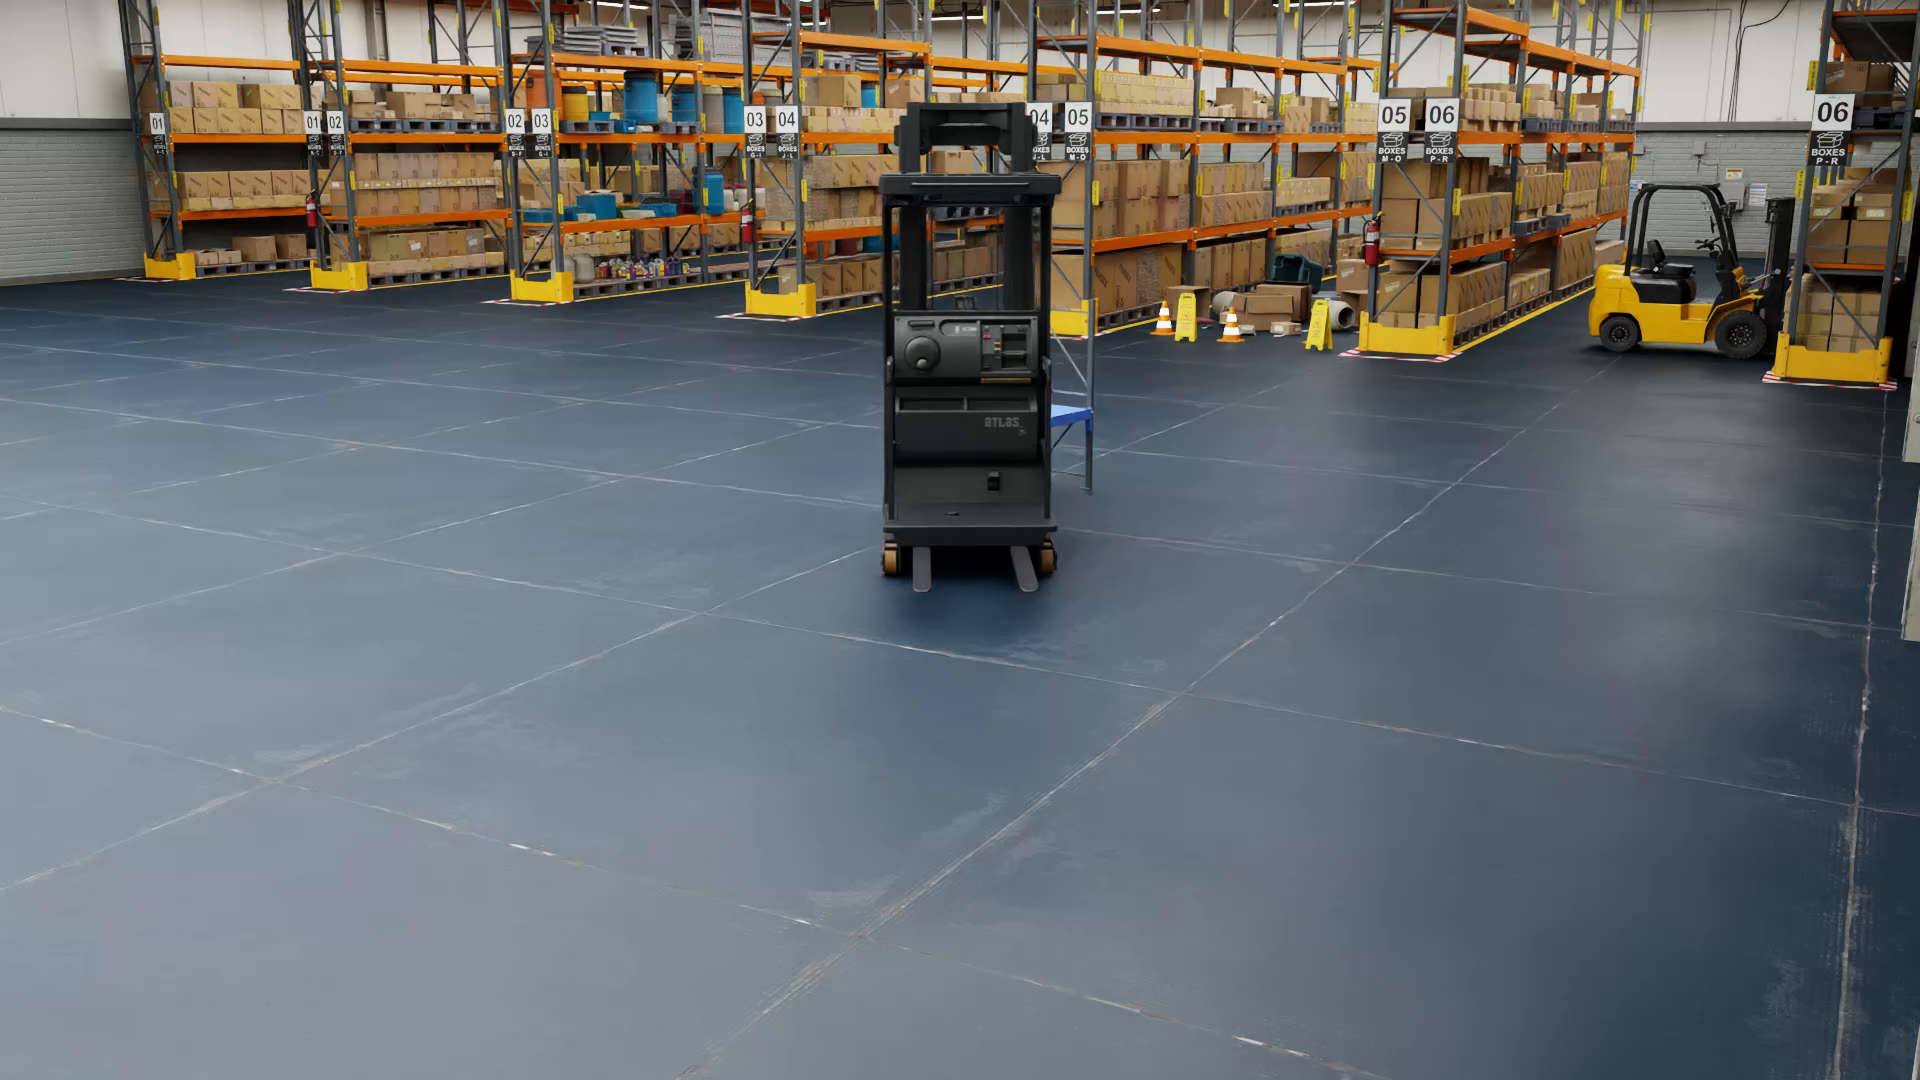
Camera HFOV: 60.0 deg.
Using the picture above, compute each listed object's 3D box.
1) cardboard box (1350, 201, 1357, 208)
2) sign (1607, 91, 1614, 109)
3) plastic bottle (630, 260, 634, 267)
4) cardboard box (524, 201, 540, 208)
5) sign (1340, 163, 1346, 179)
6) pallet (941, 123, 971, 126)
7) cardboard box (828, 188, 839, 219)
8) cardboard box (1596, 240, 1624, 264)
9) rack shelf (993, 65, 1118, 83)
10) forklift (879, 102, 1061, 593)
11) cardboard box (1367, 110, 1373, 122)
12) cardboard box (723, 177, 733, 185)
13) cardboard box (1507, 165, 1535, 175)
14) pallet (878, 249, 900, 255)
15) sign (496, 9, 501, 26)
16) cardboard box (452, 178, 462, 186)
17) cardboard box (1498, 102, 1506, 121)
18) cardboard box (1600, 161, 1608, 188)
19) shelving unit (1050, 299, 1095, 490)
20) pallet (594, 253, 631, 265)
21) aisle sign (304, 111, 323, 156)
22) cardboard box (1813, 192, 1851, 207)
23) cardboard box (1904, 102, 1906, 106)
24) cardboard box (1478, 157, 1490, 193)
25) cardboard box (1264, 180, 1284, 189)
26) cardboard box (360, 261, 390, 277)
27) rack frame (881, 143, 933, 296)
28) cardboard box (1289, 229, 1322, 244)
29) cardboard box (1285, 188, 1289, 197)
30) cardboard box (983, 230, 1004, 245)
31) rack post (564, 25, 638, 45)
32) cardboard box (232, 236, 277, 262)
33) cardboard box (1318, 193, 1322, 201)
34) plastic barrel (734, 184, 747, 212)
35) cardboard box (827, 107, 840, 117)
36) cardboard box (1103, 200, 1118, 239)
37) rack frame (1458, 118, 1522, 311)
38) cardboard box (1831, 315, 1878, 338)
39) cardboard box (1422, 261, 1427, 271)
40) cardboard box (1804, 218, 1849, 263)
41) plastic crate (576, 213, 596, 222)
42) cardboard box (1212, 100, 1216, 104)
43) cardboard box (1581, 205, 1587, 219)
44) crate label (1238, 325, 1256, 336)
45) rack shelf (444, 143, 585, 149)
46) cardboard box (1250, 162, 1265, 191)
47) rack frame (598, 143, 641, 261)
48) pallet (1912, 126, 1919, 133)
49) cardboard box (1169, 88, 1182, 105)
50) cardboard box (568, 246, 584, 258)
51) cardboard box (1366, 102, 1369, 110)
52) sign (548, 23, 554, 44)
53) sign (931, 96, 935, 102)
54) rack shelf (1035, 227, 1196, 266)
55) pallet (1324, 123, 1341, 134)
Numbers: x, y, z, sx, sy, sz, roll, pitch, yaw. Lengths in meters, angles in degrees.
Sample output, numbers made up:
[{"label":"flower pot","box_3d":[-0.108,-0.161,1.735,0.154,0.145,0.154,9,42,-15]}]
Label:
[{"label":"cardboard box","box_3d":[8.093,-7.035,34.849,0.380,0.149,0.250,8,16,29]},{"label":"sign","box_3d":[12.073,-8.177,30.877,0.100,0.325,0.005,7,15,28]},{"label":"plastic bottle","box_3d":[-6.168,-5.113,31.223,0.097,0.271,0.097,0,14,0]},{"label":"cardboard box","box_3d":[-9.012,-7.015,34.768,0.380,0.149,0.250,7,15,28]},{"label":"sign","box_3d":[7.699,-7.415,33.420,0.100,0.325,0.005,7,15,28]},{"label":"pallet","box_3d":[-0.558,-7.337,29.568,1.213,0.211,1.003,7,15,28]},{"label":"cardboard box","box_3d":[-2.457,-5.454,26.909,0.875,0.500,0.500,7,15,28]},{"label":"cardboard box","box_3d":[13.295,-6.007,34.619,0.875,0.438,0.875,7,15,26]},{"label":"rack shelf","box_3d":[1.951,-9.459,33.956,1.077,0.370,4.000,7,15,28]},{"label":"forklift","box_3d":[0.050,-1.272,10.555,1.130,2.935,3.031,0,14,-2]},{"label":"cardboard box","box_3d":[8.394,-8.928,35.019,0.500,0.250,0.500,7,15,26]},{"label":"cardboard box","box_3d":[-5.735,-8.800,41.423,0.500,0.500,0.500,8,16,29]},{"label":"cardboard box","box_3d":[8.698,-5.736,25.800,0.380,0.149,0.250,8,16,31]},{"label":"pallet","box_3d":[-1.827,-6.549,38.248,1.003,0.211,1.213,7,15,28]},{"label":"sign","box_3d":[-9.146,-10.358,32.968,0.100,0.325,0.005,7,15,28]},{"label":"cardboard box","box_3d":[-10.057,-7.054,32.796,0.380,0.149,0.250,7,15,28]},{"label":"cardboard box","box_3d":[7.245,-5.935,23.036,0.500,0.250,0.500,7,15,27]},{"label":"cardboard box","box_3d":[12.035,-6.979,31.735,0.500,0.500,0.500,7,15,28]},{"label":"shelving unit","box_3d":[0.520,-1.073,12.783,0.538,1.500,1.048,11,17,38]},{"label":"pallet","box_3d":[-8.118,-6.279,37.129,1.003,0.211,1.213,7,15,28]},{"label":"aisle sign","box_3d":[-11.842,-7.442,30.454,0.394,0.787,0.004,7,15,28]},{"label":"cardboard box","box_3d":[10.128,-3.956,19.313,0.380,0.149,0.250,7,15,28]},{"label":"cardboard box","box_3d":[13.401,-6.227,23.954,0.380,0.166,0.250,7,15,28]},{"label":"cardboard box","box_3d":[7.323,-5.346,24.329,0.700,0.500,0.500,7,15,27]},{"label":"cardboard box","box_3d":[5.798,-6.593,30.852,0.380,0.149,0.250,7,15,27]},{"label":"cardboard box","box_3d":[-11.099,-5.110,31.302,0.500,0.250,0.500,7,15,28]},{"label":"rack frame","box_3d":[-0.949,-5.856,29.422,1.000,3.000,0.127,7,15,28]},{"label":"cardboard box","box_3d":[6.812,-5.982,32.785,0.500,0.250,0.500,8,16,31]},{"label":"cardboard box","box_3d":[5.942,-6.508,31.132,0.380,0.149,0.250,7,15,26]},{"label":"cardboard box","box_3d":[0.687,-5.899,32.395,0.500,0.250,0.500,8,16,30]},{"label":"rack post","box_3d":[-6.310,-8.877,29.315,0.937,0.300,0.954,7,15,27]},{"label":"cardboard box","box_3d":[-14.804,-6.111,34.876,0.700,0.500,0.500,6,15,25]},{"label":"cardboard box","box_3d":[6.945,-6.788,32.930,0.380,0.149,0.250,7,15,28]},{"label":"plastic barrel","box_3d":[-4.276,-6.805,33.069,0.433,0.535,0.433,0,14,0]},{"label":"cardboard box","box_3d":[-2.129,-6.800,26.409,0.380,0.149,0.250,8,16,30]},{"label":"cardboard box","box_3d":[1.796,-4.722,24.399,0.875,0.550,0.550,7,15,28]},{"label":"rack frame","box_3d":[7.726,-4.733,24.765,1.000,3.000,0.127,7,15,28]},{"label":"cardboard box","box_3d":[10.548,-2.534,19.548,0.500,0.250,0.500,8,16,29]},{"label":"cardboard box","box_3d":[6.194,-3.788,22.831,0.380,0.149,0.250,8,16,29]},{"label":"cardboard box","box_3d":[10.147,-3.530,19.562,0.500,0.500,0.500,7,15,27]},{"label":"plastic crate","box_3d":[-6.505,-5.615,28.987,0.298,0.136,0.250,7,15,28]},{"label":"cardboard box","box_3d":[4.244,-7.430,28.631,0.500,0.311,0.500,7,15,27]},{"label":"cardboard box","box_3d":[11.089,-5.975,30.237,0.500,0.250,0.500,7,15,27]},{"label":"crate label","box_3d":[4.060,-2.979,23.599,0.250,0.136,0.298,0,14,-1]},{"label":"rack shelf","box_3d":[-11.057,-9.879,41.245,1.077,0.370,4.000,7,15,28]},{"label":"cardboard box","box_3d":[5.052,-6.537,29.903,0.700,0.500,0.500,7,15,28]},{"label":"rack frame","box_3d":[-7.686,-7.799,37.485,1.000,3.000,0.127,7,15,28]},{"label":"pallet","box_3d":[13.756,-6.209,24.890,1.213,0.211,1.003,8,16,31]},{"label":"cardboard box","box_3d":[3.086,-6.822,25.606,0.500,0.250,0.500,7,15,28]},{"label":"cardboard box","box_3d":[-8.465,-6.216,35.890,0.500,0.250,0.500,8,16,29]},{"label":"cardboard box","box_3d":[8.356,-9.088,34.833,0.380,0.149,0.250,7,15,26]},{"label":"sign","box_3d":[-6.739,-8.348,27.405,0.100,0.325,0.005,7,15,28]},{"label":"sign","box_3d":[-0.471,-7.505,28.762,0.100,0.325,0.005,7,15,28]},{"label":"rack shelf","box_3d":[2.377,-4.513,25.387,1.077,0.370,4.000,7,15,28]},{"label":"pallet","box_3d":[6.819,-8.167,33.008,1.213,0.211,1.003,7,15,28]}]
